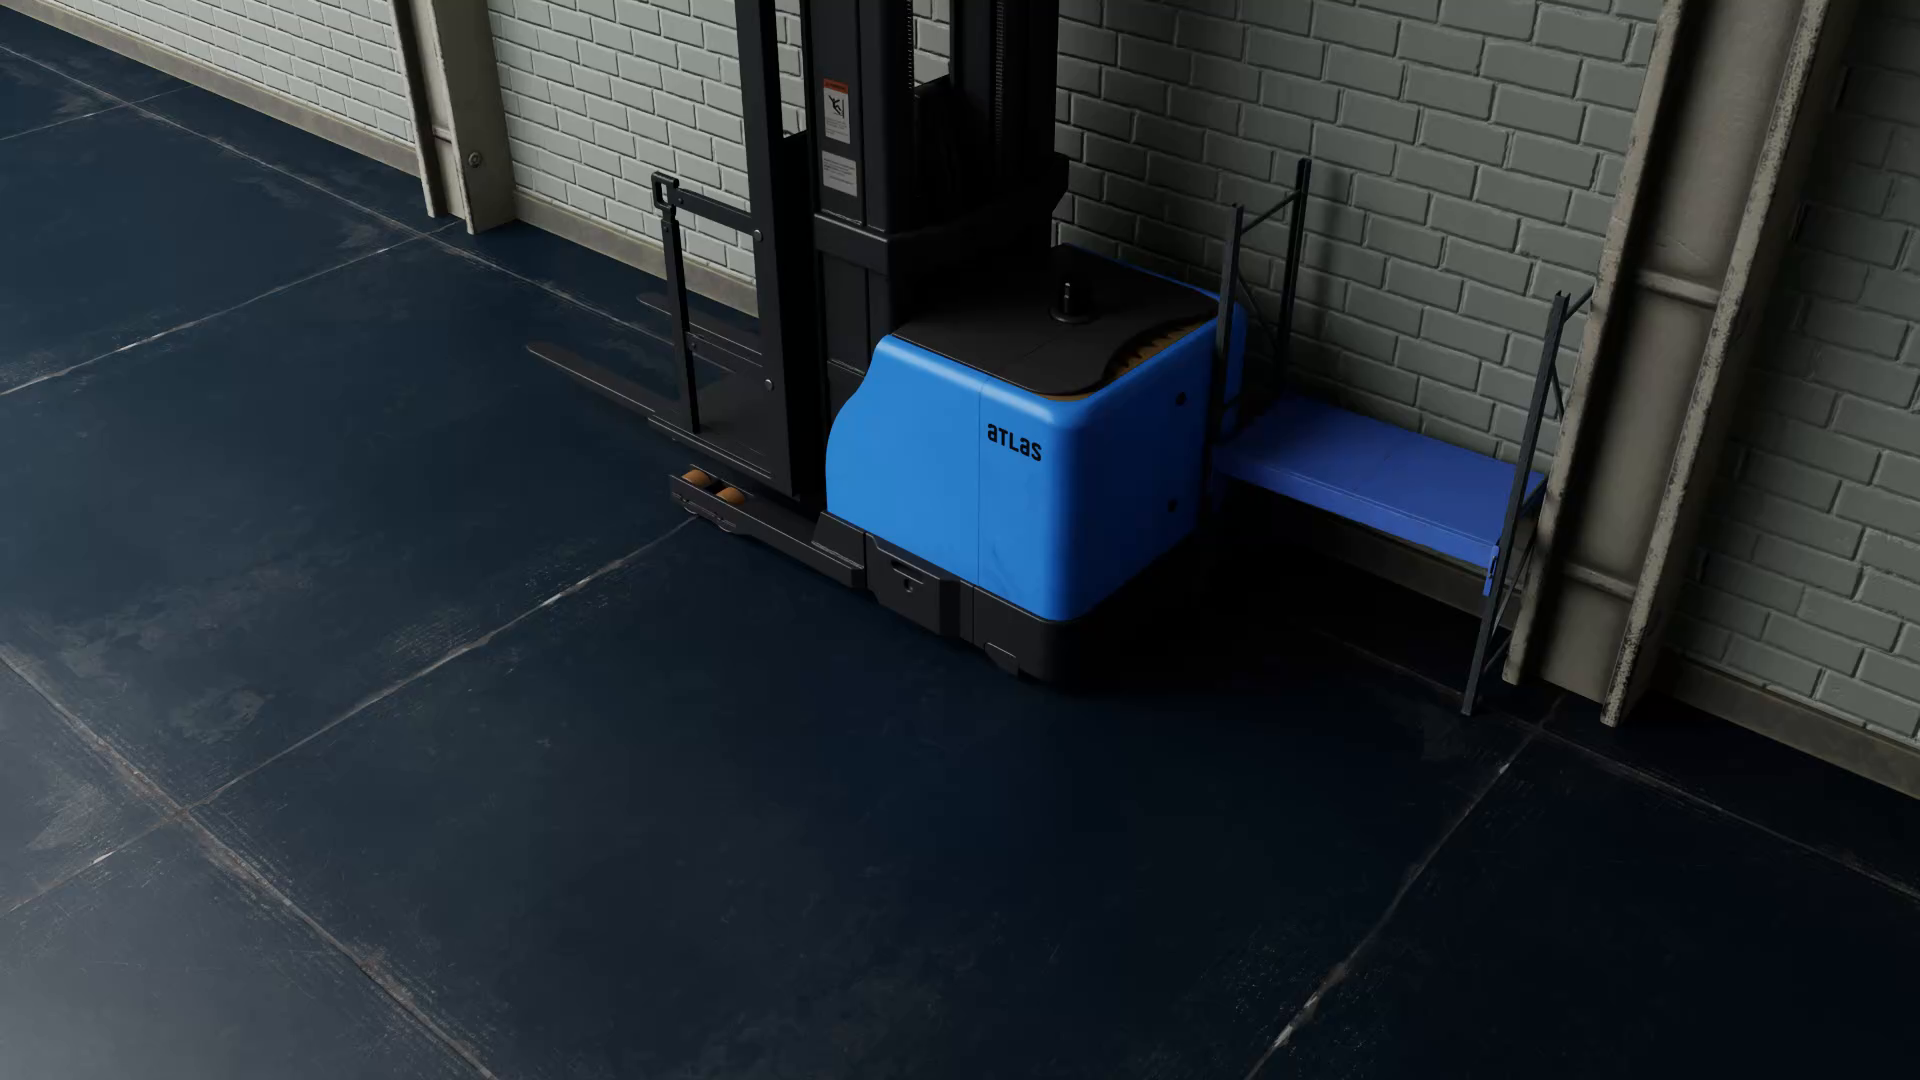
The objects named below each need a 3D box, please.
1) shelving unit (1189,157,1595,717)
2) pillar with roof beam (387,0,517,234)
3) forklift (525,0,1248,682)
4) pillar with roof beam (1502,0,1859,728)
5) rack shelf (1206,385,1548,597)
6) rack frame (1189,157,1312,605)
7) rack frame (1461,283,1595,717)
[{"bbox_3d":[1.387,-0.334,5.404,1.048,1.500,0.538,23,41,29],"label":"shelving unit"},{"bbox_3d":[-5.302,-3.540,3.456,0.400,9.000,9.100,25,42,32],"label":"pillar with roof beam"},{"bbox_3d":[-0.480,-1.439,5.757,3.031,2.935,1.130,26,42,32],"label":"forklift"},{"bbox_3d":[-0.691,-1.367,0.292,0.400,9.000,9.100,25,42,32],"label":"pillar with roof beam"},{"bbox_3d":[1.387,-0.186,5.506,1.000,0.185,0.538,23,41,29],"label":"rack shelf"},{"bbox_3d":[0.979,-0.507,5.654,0.032,1.500,0.500,23,41,29],"label":"rack frame"},{"bbox_3d":[1.795,-0.162,5.154,0.032,1.500,0.500,23,41,29],"label":"rack frame"}]
